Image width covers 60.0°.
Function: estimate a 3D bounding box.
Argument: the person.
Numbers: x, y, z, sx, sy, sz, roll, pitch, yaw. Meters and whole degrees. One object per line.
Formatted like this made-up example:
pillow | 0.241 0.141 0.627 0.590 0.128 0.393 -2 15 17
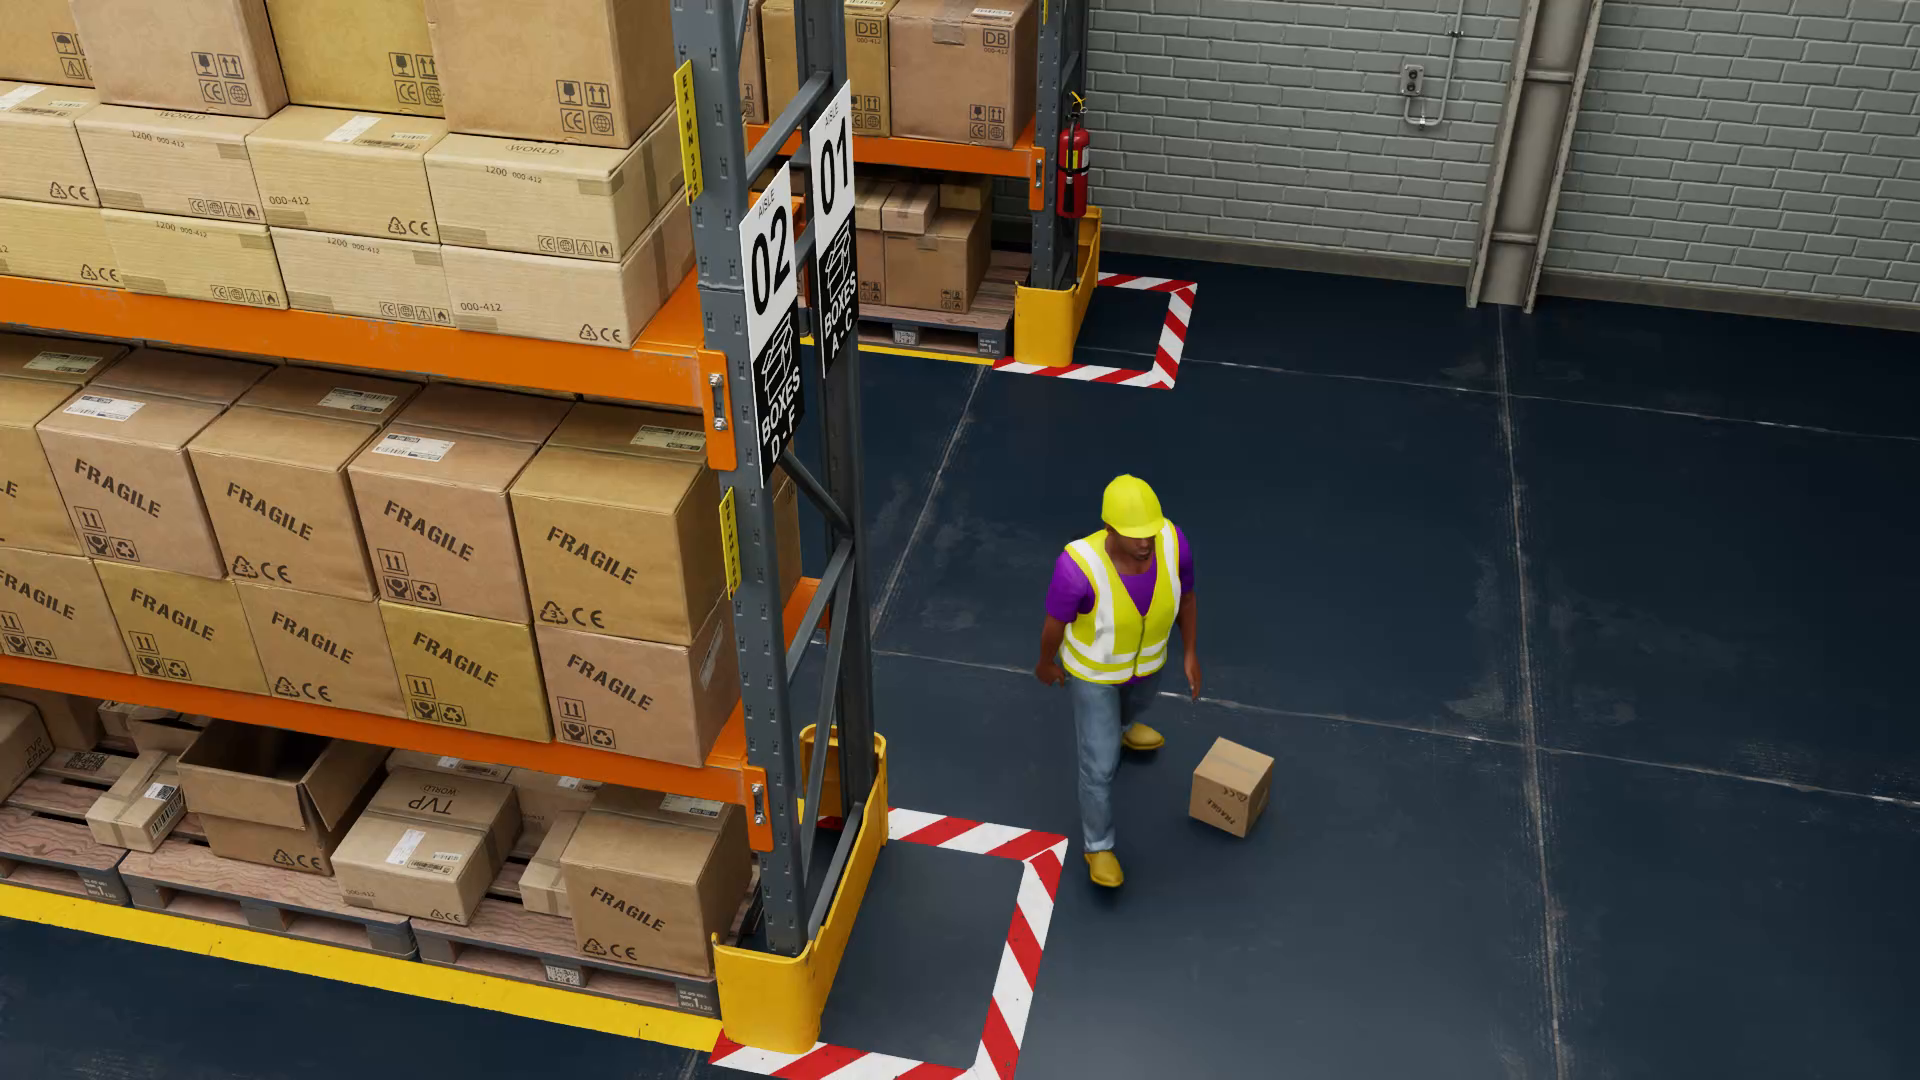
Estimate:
person | 0.655 0.427 6.397 0.701 1.742 0.862 -17 40 -22
